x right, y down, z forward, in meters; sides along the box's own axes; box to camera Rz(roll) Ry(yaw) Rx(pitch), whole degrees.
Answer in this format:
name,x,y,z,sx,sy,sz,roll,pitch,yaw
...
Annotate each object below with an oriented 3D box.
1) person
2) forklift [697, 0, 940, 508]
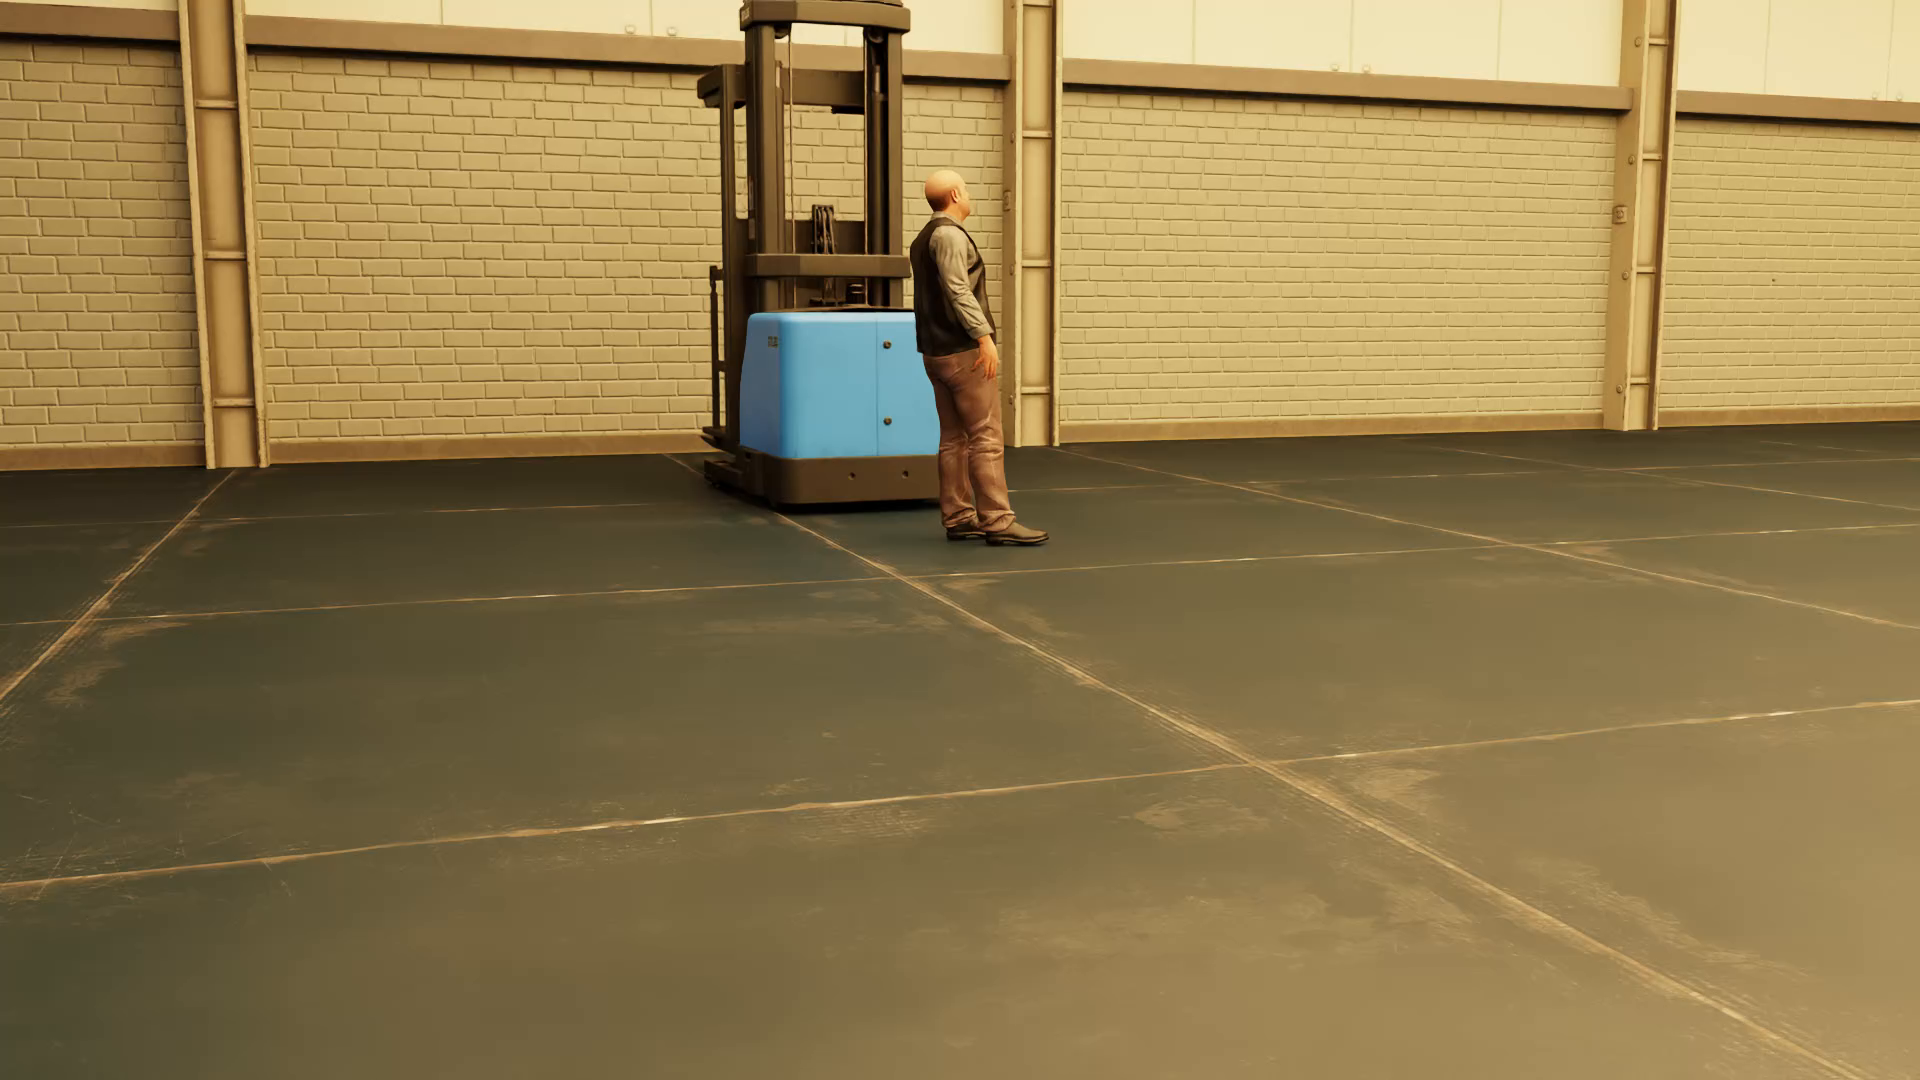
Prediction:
name,x,y,z,sx,sy,sz,roll,pitch,yaw
person,0.061,-0.862,7.819,0.568,1.721,0.633,-3,8,-18
forklift,-0.965,-1.783,10.160,1.130,2.935,3.031,-3,8,-20
